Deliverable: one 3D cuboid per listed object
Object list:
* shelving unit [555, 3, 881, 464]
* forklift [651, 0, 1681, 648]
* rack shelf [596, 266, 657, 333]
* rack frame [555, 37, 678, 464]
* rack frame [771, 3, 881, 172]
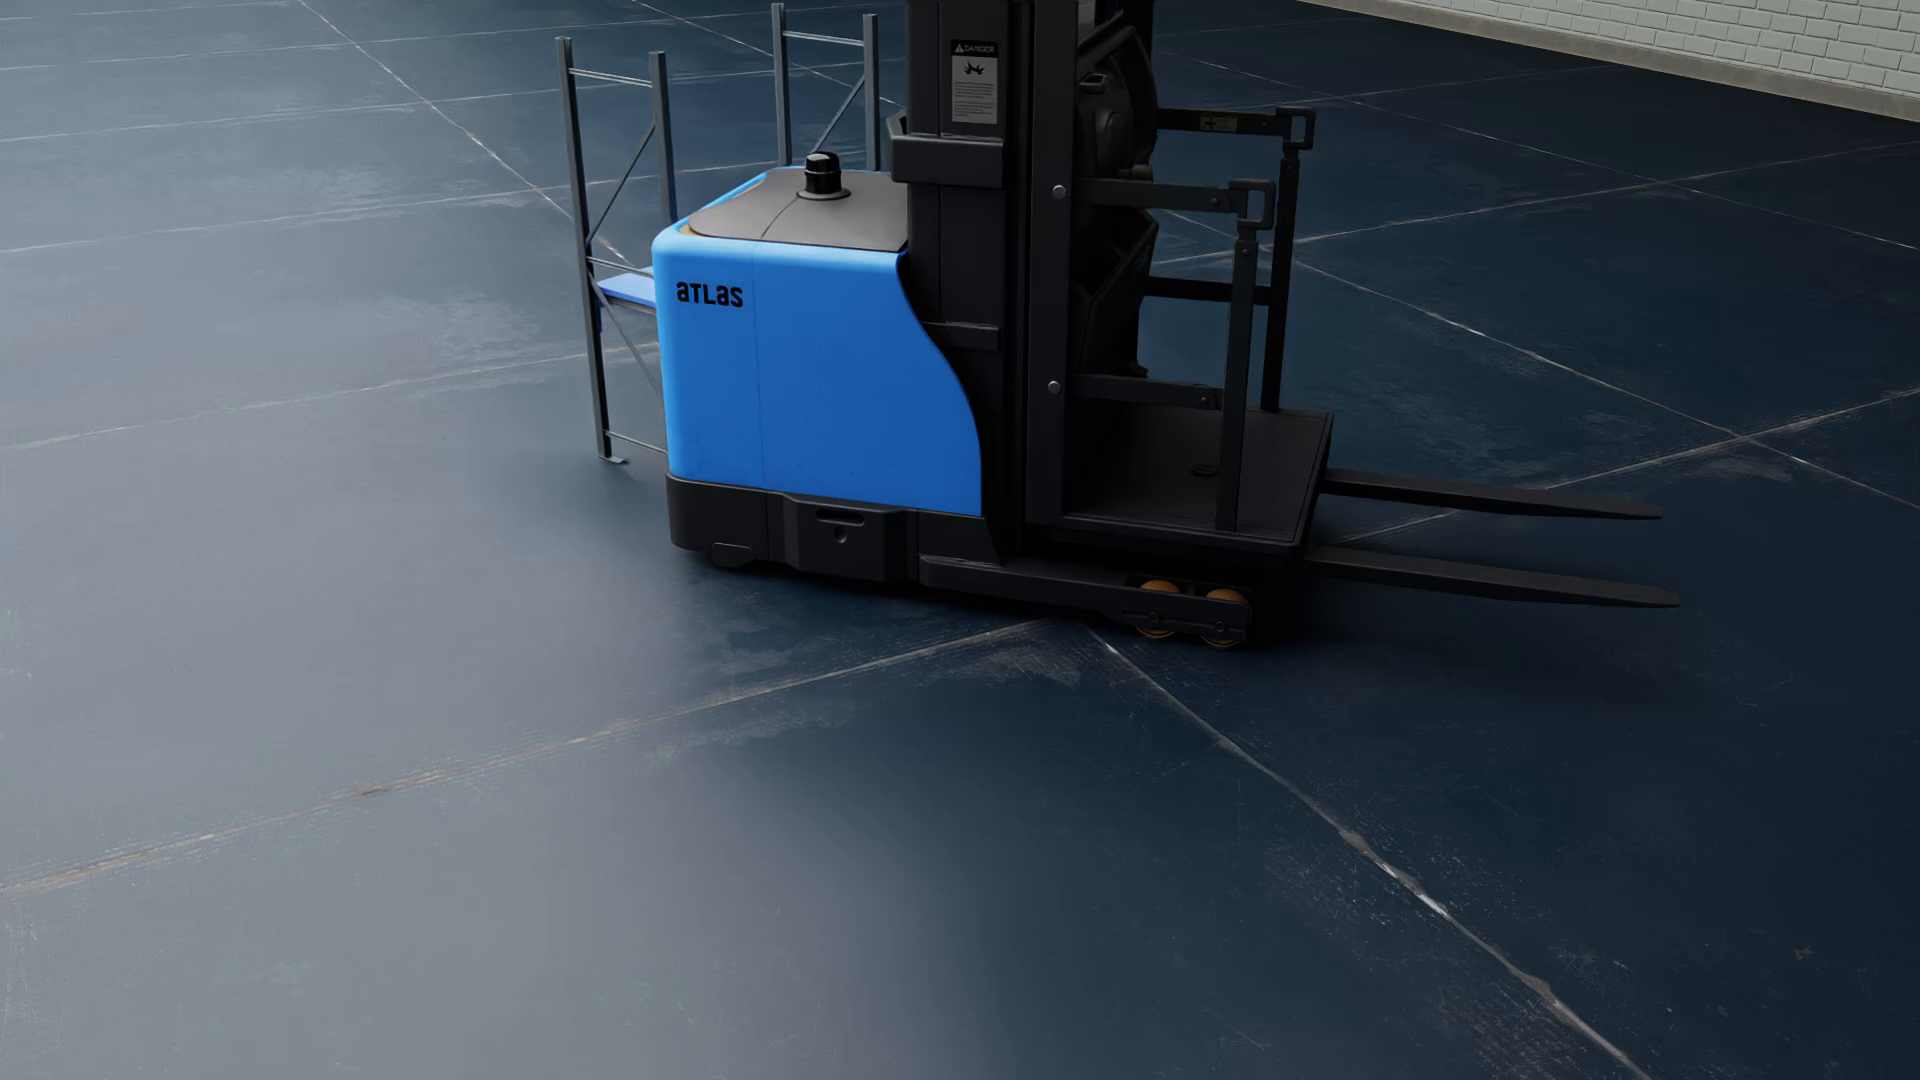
[{"bbox_3d":[-0.815,-1.092,6.043,0.538,1.500,1.048,19,31,34],"label":"shelving unit"},{"bbox_3d":[0.643,-1.265,4.751,3.031,2.935,1.130,7,27,15],"label":"forklift"},{"bbox_3d":[-0.815,-0.930,6.121,0.538,0.185,1.000,19,31,34],"label":"rack shelf"},{"bbox_3d":[-1.131,-0.920,5.684,0.500,1.500,0.032,19,31,34],"label":"rack frame"},{"bbox_3d":[-0.499,-1.264,6.402,0.500,1.500,0.032,19,31,34],"label":"rack frame"}]
